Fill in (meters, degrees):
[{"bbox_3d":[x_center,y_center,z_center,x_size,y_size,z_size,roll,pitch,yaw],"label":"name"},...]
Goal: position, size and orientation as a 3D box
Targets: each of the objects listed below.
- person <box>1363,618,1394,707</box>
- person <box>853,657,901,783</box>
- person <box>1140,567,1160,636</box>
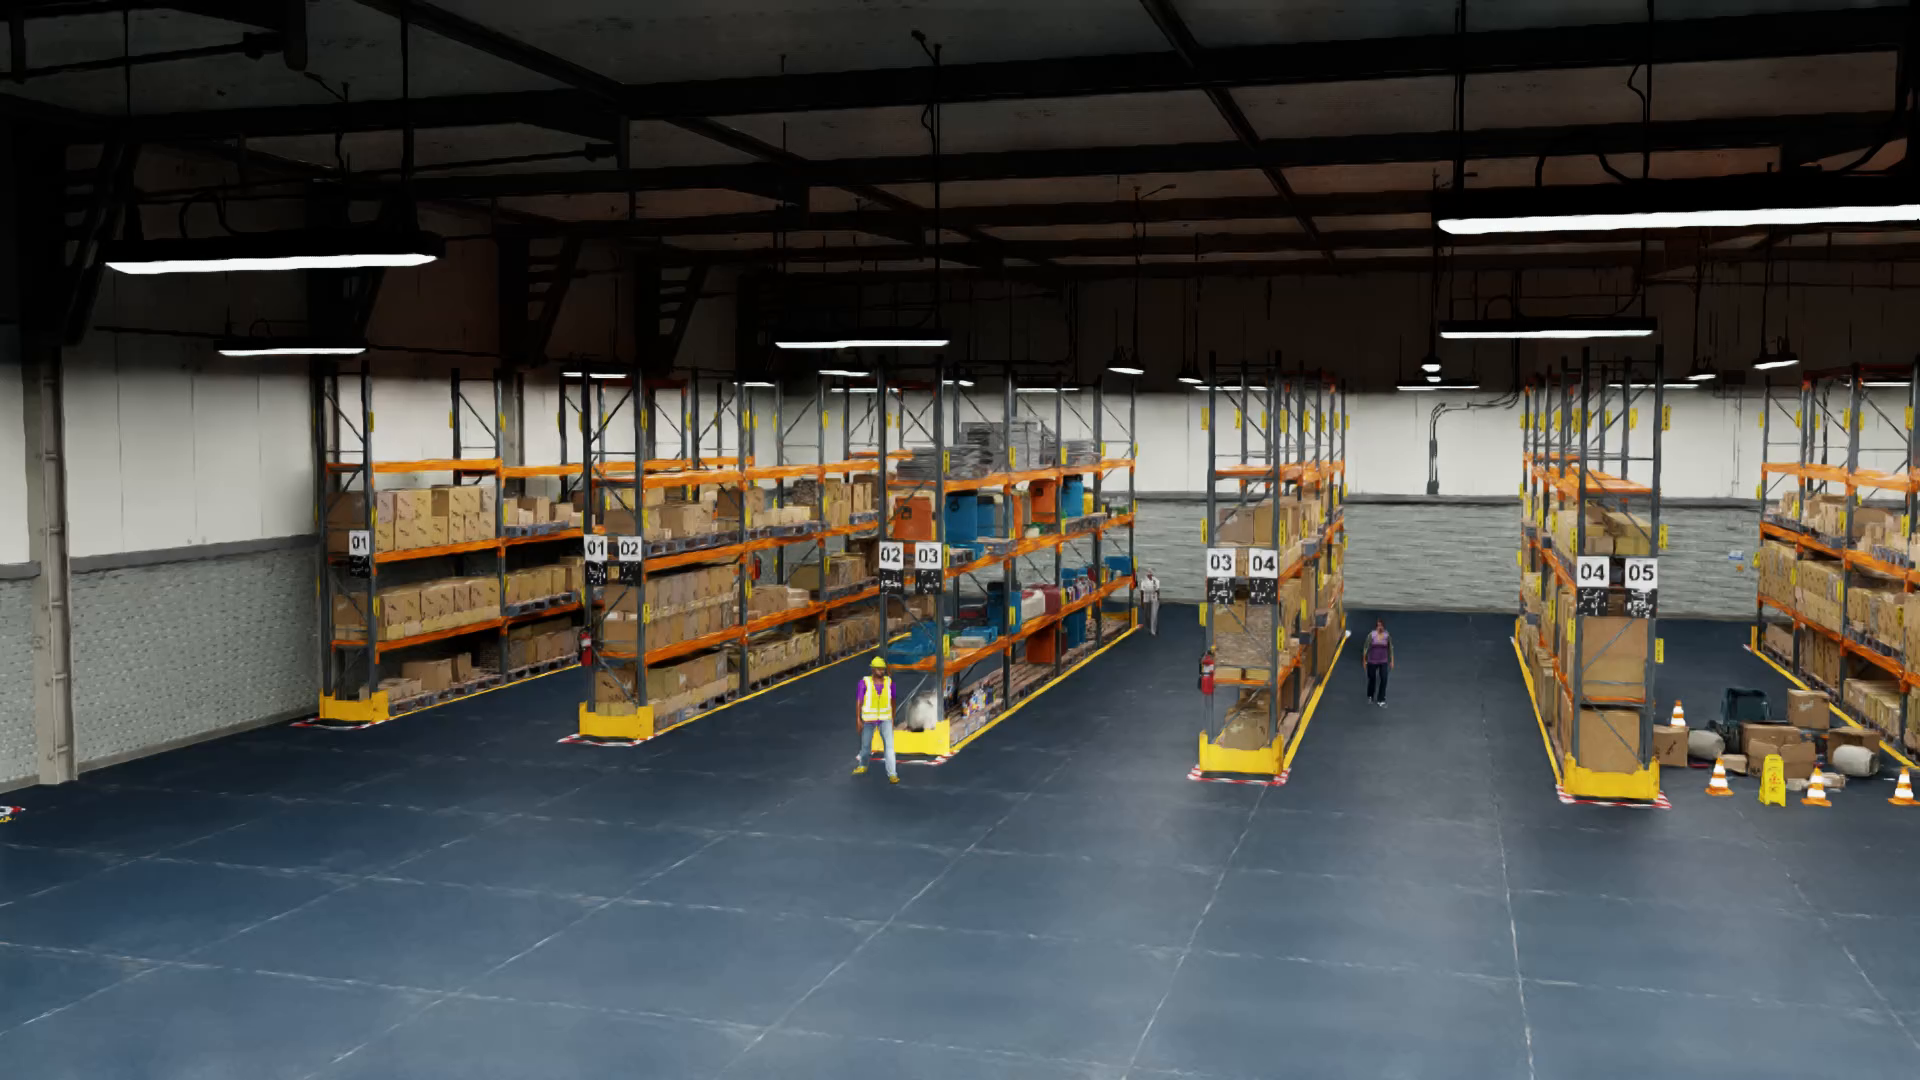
[{"bbox_3d":[7.361,2.133,29.302,0.542,1.563,0.613,1,4,8],"label":"person"},{"bbox_3d":[-1.171,2.486,23.125,0.591,1.740,0.940,-1,4,-10],"label":"person"},{"bbox_3d":[4.443,1.411,38.897,0.455,1.588,1.089,1,4,14],"label":"person"}]
